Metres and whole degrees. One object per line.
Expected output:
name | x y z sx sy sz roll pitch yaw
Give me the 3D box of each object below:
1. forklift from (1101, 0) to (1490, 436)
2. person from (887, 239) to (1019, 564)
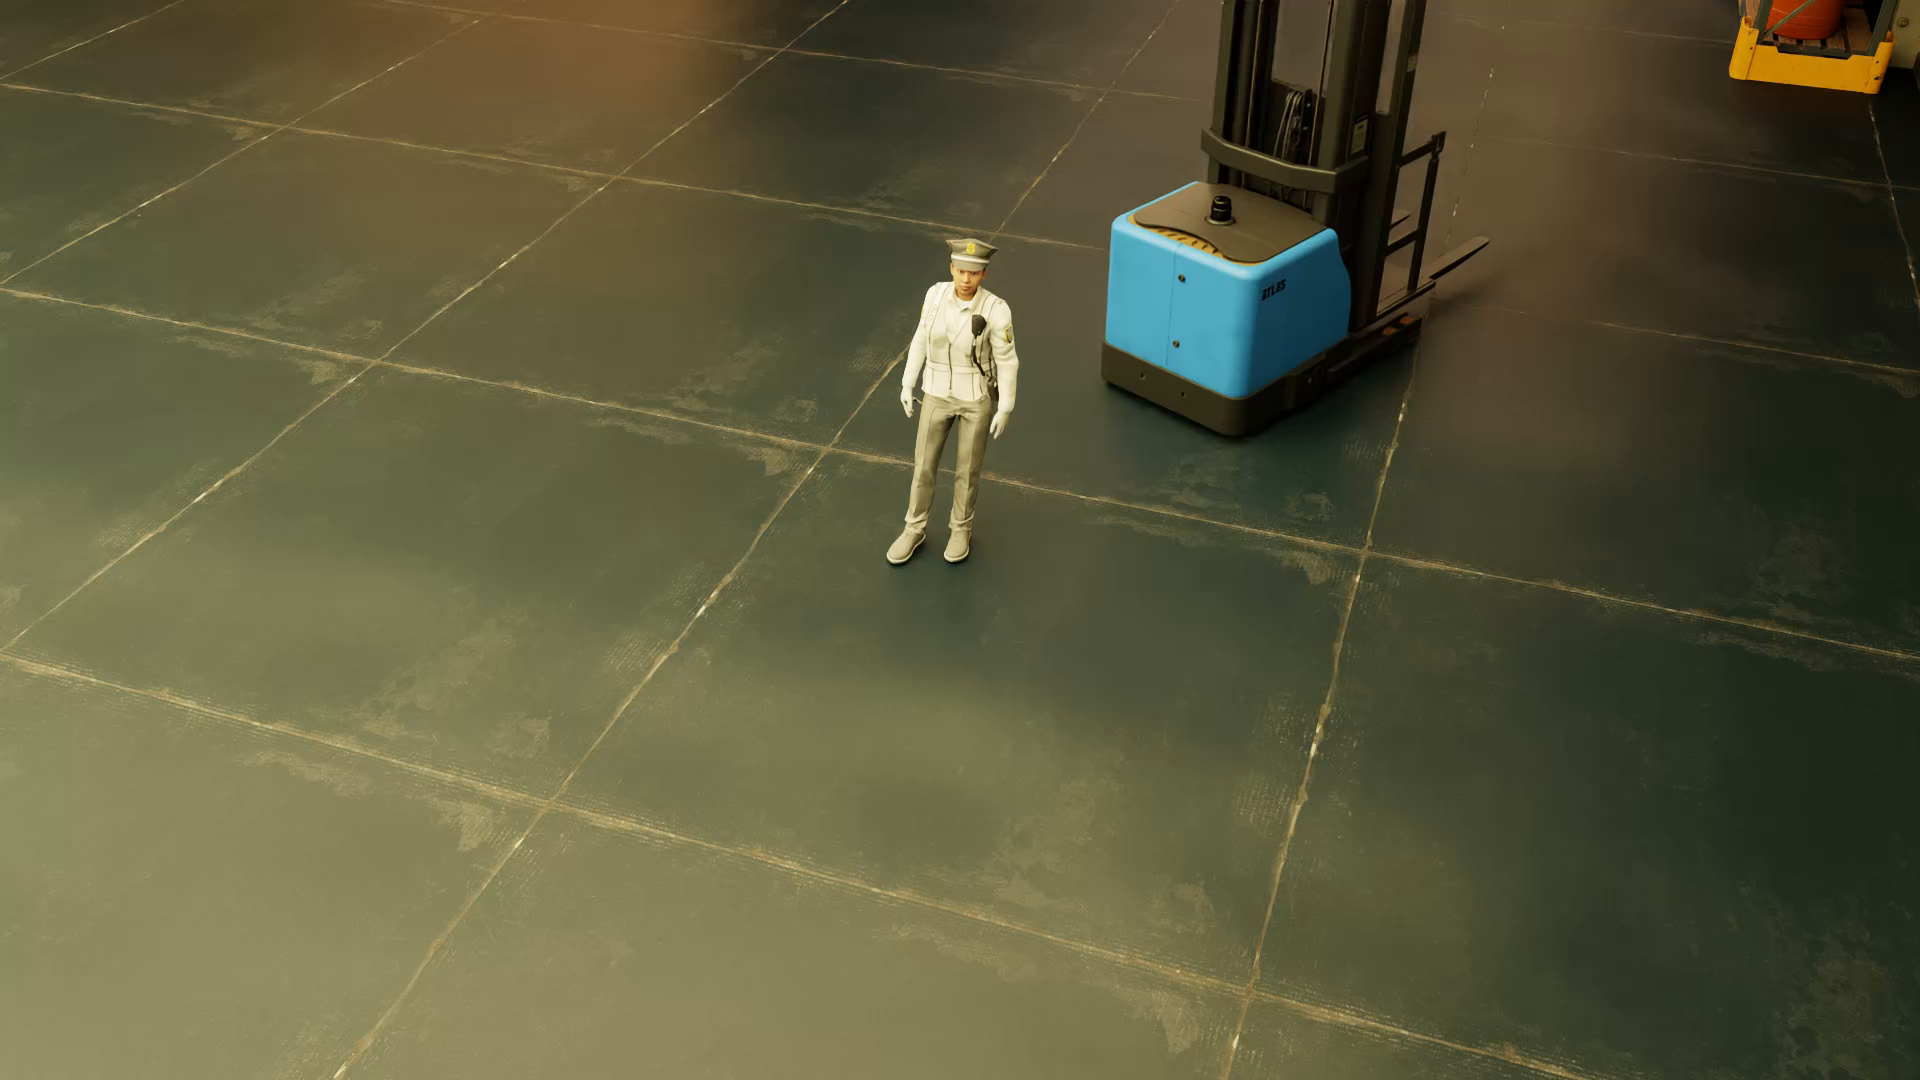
forklift | 2.232 -2.532 9.682 1.130 2.935 3.031 30 45 35
person | -0.028 -0.662 8.101 0.588 1.696 0.533 12 37 16
